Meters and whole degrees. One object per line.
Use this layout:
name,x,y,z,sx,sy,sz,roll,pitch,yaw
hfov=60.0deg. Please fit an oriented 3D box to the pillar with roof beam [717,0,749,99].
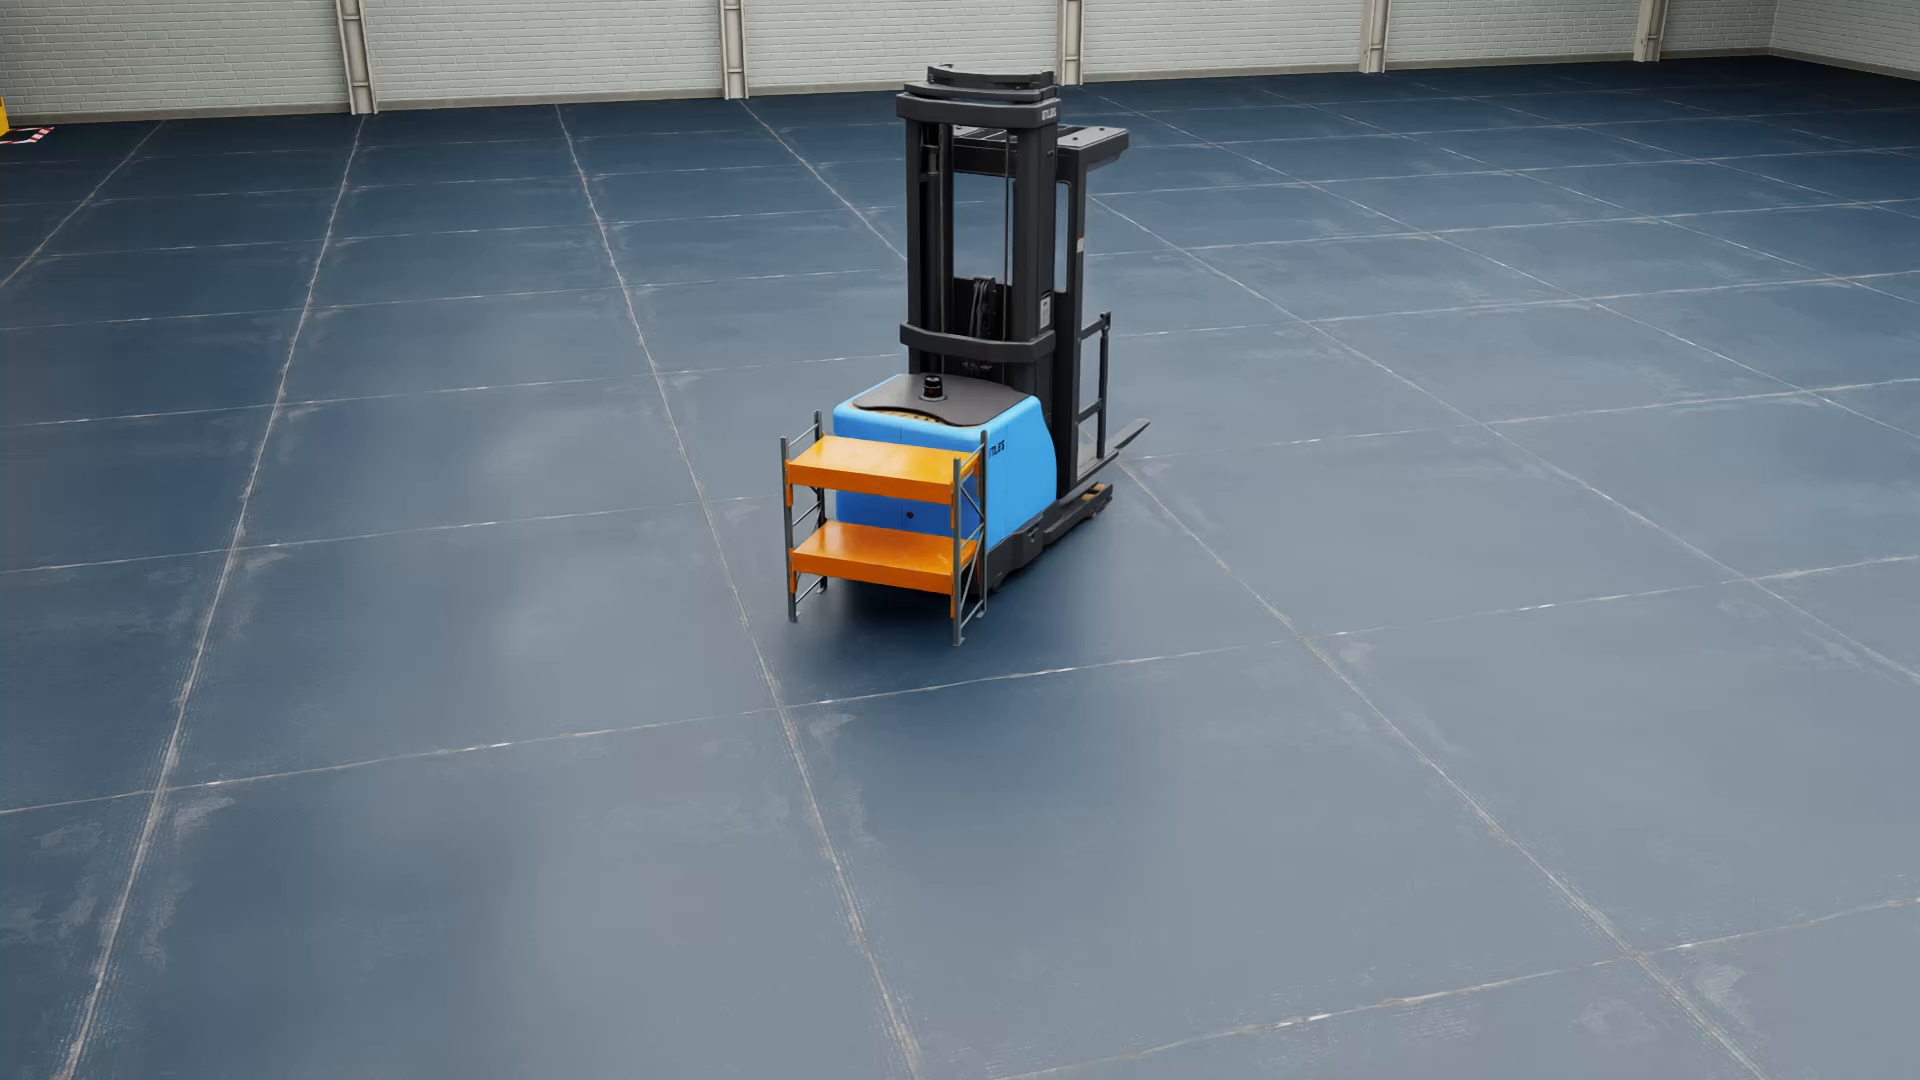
pillar with roof beam,-2.655,-10.034,22.722,0.400,9.000,9.100,-6,24,-14

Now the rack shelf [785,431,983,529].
rack shelf,-0.420,-0.345,9.386,1.000,0.278,0.538,8,24,18

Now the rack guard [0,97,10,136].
rack guard,-14.435,-6.219,24.609,0.348,0.500,1.175,-6,24,-14

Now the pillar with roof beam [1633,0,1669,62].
pillar with roof beam,14.676,-11.951,27.190,0.400,9.000,9.100,-6,24,-14

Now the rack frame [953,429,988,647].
rack frame,0.059,-0.010,9.347,0.032,1.125,0.500,8,24,18

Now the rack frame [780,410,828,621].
rack frame,-0.900,-0.143,9.657,0.032,1.125,0.500,8,24,18

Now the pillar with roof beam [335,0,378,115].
pillar with roof beam,-8.432,-9.394,21.232,0.400,9.000,9.100,-6,24,-14

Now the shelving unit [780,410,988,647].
shelving unit,-0.420,-0.076,9.502,1.048,1.125,0.538,8,24,18

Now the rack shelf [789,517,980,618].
rack shelf,-0.420,0.148,9.598,1.000,0.278,0.538,8,24,18

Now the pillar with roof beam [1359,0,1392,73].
pillar with roof beam,8.899,-11.312,25.700,0.400,9.000,9.100,-6,24,-14

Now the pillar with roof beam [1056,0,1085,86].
pillar with roof beam,3.122,-10.673,24.211,0.400,9.000,9.100,-6,24,-14

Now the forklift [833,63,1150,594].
forklift,0.380,-1.569,10.689,1.130,2.935,3.031,12,26,26
